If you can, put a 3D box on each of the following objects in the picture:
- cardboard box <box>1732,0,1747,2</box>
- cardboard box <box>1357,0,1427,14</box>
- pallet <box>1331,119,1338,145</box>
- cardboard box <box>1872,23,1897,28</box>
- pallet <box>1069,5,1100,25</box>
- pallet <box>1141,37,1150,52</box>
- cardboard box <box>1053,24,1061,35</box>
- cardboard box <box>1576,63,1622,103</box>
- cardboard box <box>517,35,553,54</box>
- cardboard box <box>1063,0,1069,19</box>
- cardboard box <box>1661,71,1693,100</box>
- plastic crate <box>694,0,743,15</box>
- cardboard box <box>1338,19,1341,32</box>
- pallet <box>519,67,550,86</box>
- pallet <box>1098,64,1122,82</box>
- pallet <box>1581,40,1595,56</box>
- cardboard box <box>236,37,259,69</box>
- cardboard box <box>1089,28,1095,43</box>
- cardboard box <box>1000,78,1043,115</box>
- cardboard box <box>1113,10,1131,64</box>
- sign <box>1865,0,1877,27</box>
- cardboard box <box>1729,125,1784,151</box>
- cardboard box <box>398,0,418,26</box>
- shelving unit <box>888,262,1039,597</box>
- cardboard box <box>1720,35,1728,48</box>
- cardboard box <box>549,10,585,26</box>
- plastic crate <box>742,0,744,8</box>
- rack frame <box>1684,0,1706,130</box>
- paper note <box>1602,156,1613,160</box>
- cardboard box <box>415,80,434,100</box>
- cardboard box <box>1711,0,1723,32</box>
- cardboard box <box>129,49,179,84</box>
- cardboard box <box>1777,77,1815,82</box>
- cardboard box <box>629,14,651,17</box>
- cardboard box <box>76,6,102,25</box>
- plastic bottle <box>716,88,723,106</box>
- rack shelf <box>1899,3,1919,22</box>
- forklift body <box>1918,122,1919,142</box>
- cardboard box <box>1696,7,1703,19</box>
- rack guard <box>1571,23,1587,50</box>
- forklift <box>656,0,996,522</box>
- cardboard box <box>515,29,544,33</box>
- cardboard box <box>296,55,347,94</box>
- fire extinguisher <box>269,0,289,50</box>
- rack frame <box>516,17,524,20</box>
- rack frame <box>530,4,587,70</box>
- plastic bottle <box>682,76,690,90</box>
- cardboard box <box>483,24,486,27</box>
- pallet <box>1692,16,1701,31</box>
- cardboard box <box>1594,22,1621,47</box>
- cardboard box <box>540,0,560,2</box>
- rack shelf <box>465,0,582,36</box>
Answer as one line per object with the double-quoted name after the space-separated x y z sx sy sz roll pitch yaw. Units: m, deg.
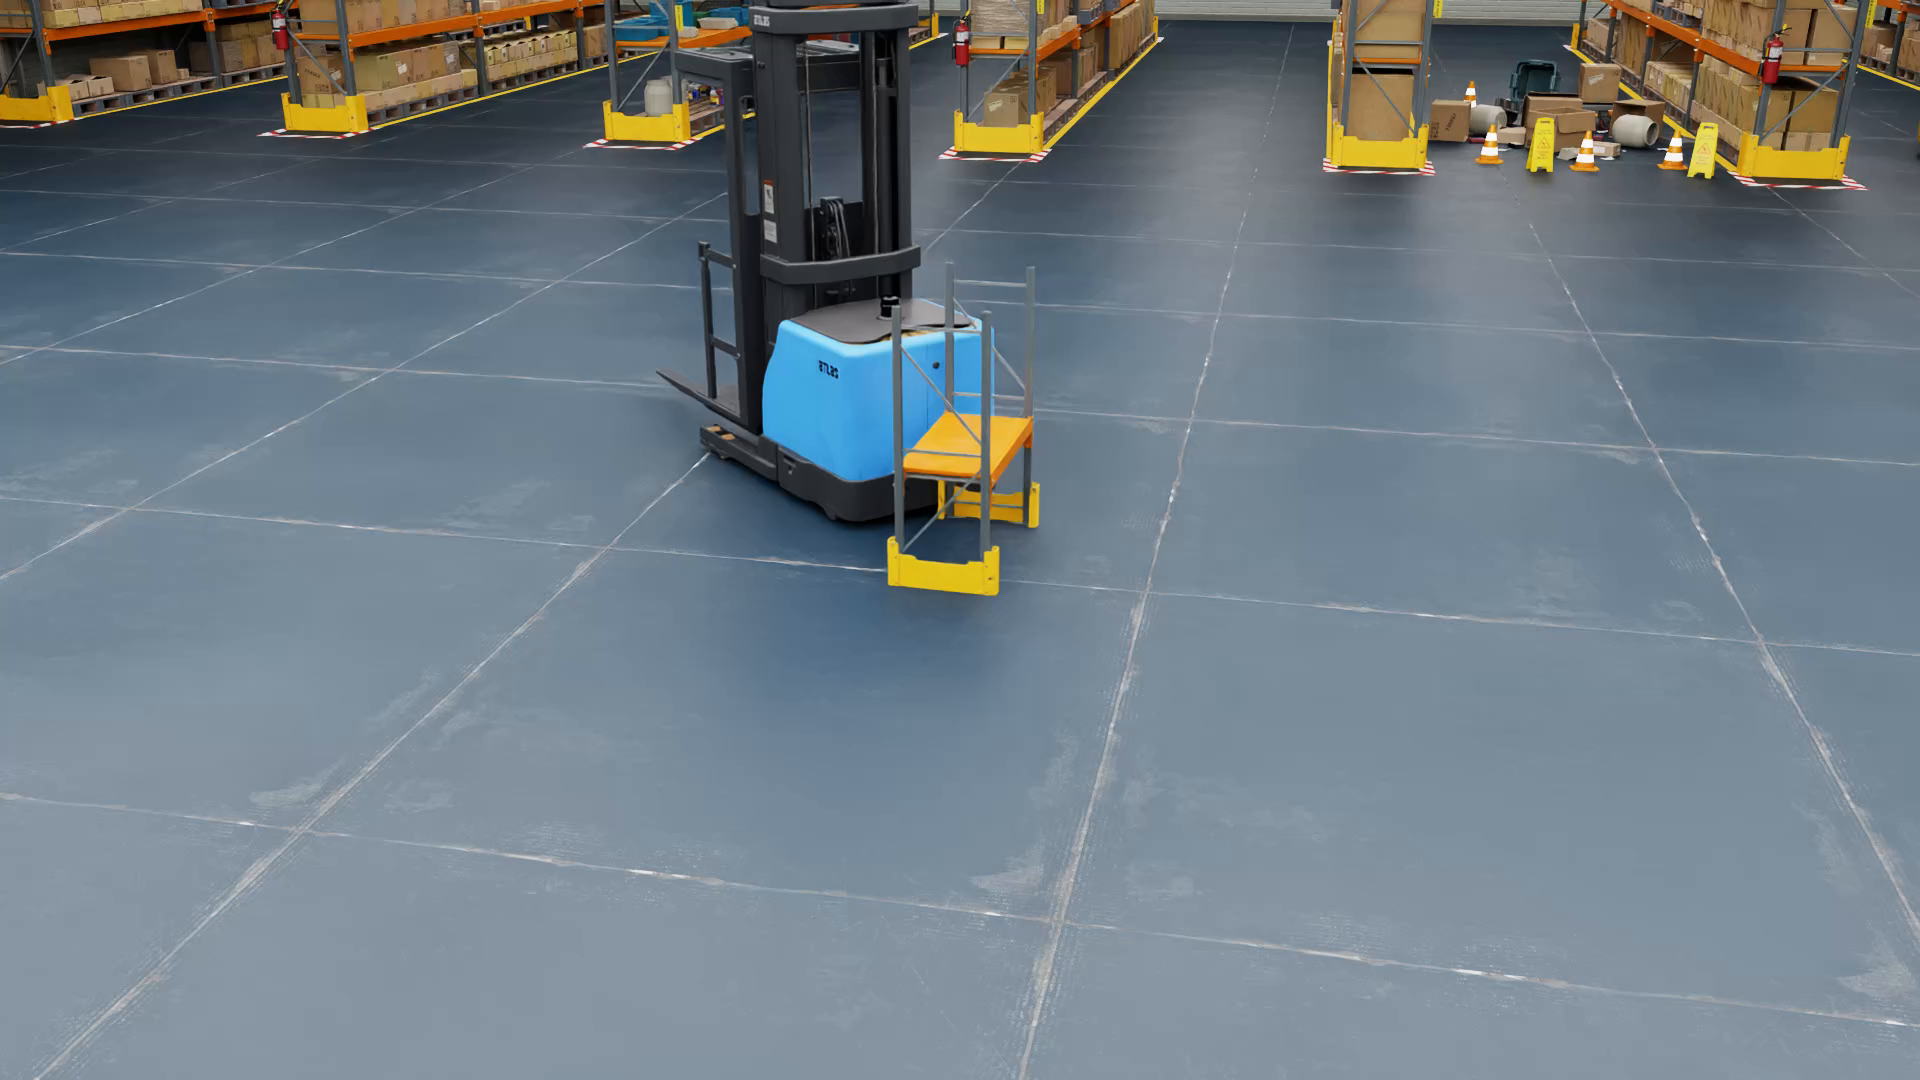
10.211 -7.089 21.069 0.700 0.500 0.500 4 22 10 "cardboard box"
5.454 -6.902 20.829 0.875 0.550 0.550 4 22 11 "cardboard box"
5.678 -5.648 23.095 1.003 0.211 1.213 4 22 11 "pallet"
17.901 -9.842 32.559 0.700 0.500 0.500 5 23 13 "cardboard box"
1.620 -8.256 26.094 1.003 0.211 1.213 4 22 11 "pallet"
3.432 -10.428 34.964 1.003 0.211 1.213 4 22 11 "pallet"
1.245 -7.311 23.829 0.380 0.149 0.250 4 22 11 "cardboard box"
9.274 -6.637 24.151 0.500 0.500 0.500 4 22 11 "cardboard box"
-7.631 -8.890 29.780 0.500 0.311 0.500 4 22 11 "cardboard box"
1.169 -8.101 24.921 0.875 0.500 0.500 4 22 11 "cardboard box"
11.411 -7.006 25.690 0.950 0.372 0.625 5 23 13 "cardboard box"
-3.759 -8.243 25.890 0.767 0.338 0.504 4 22 11 "plastic crate"
7.165 -9.339 30.307 0.500 0.250 0.500 5 23 13 "cardboard box"
-8.017 -8.259 29.579 1.003 0.211 1.213 4 22 11 "pallet"
2.372 -8.528 30.247 1.003 0.211 1.213 4 22 11 "pallet"
13.385 -10.118 34.193 1.003 0.211 1.213 4 22 11 "pallet"
-13.036 -8.717 29.740 0.700 0.500 0.500 4 22 10 "cardboard box"
2.030 -8.684 28.655 0.500 0.250 0.500 5 23 13 "cardboard box"
0.884 -6.325 23.826 0.500 0.500 0.500 7 23 16 "cardboard box"
2.488 -9.325 30.773 1.225 0.875 0.875 5 22 11 "cardboard box"
10.738 -6.218 19.619 0.100 0.325 0.005 4 22 11 "sign"
10.113 -5.102 21.126 0.500 0.250 0.500 4 22 11 "cardboard box"
-8.771 -8.153 25.447 0.700 0.500 0.500 5 23 13 "cardboard box"
0.038 -0.623 8.892 0.587 1.500 1.083 6 23 13 "shelving unit"
10.374 -6.646 22.178 0.380 0.149 0.250 5 22 11 "cardboard box"
-7.591 -10.069 32.093 0.500 0.250 0.500 5 23 13 "cardboard box"
-3.728 -8.684 26.815 0.402 0.464 0.583 4 22 11 "plastic crate"
11.023 -7.321 23.516 1.000 3.000 0.127 4 22 11 "rack frame"
8.451 -4.978 21.674 0.148 0.019 0.142 -3 22 -8 "paper note"
-8.557 -7.017 25.880 0.500 0.250 0.500 4 22 11 "cardboard box"
10.581 -7.180 22.635 0.500 0.500 0.500 4 22 11 "cardboard box"
-13.399 -7.871 27.639 0.500 0.500 0.500 3 22 7 "cardboard box"
10.859 -5.782 21.810 0.500 0.500 0.500 5 22 12 "cardboard box"
-6.563 -10.601 34.417 0.500 0.500 0.500 4 22 11 "cardboard box"
-13.540 -8.031 25.454 0.500 0.250 0.500 4 22 9 "cardboard box"
-3.604 -6.656 24.912 0.061 0.283 0.133 5 22 12 "plastic bottle"
17.107 -8.805 28.163 1.077 0.370 4.000 4 22 11 "rack shelf"
13.668 -5.920 21.173 2.313 2.155 1.214 4 22 11 "forklift body"
10.858 -7.608 24.004 0.380 0.149 0.250 5 22 12 "cardboard box"
13.476 -10.559 34.902 1.175 0.500 0.348 4 22 11 "rack guard"
-1.026 -1.959 10.296 1.130 2.935 3.031 -14 26 -31 "forklift"
-7.954 -9.306 30.813 0.500 0.311 0.500 5 23 13 "cardboard box"
-9.374 -6.856 24.476 0.500 0.500 0.500 4 22 11 "cardboard box"
-9.671 -7.326 23.633 0.296 0.674 0.183 4 22 11 "fire extinguisher"
-10.777 -13.598 39.101 1.000 3.000 0.127 4 22 11 "rack frame"
-7.559 -10.296 30.903 1.000 3.000 0.127 4 22 11 "rack frame"
-4.224 -6.941 25.530 0.144 0.351 0.185 4 22 10 "plastic bottle"
-11.128 -11.807 37.439 0.700 0.500 0.500 5 22 12 "cardboard box"
11.321 -7.500 24.218 1.003 0.211 1.213 4 22 11 "pallet"
13.256 -10.132 33.362 0.875 0.438 0.875 5 22 12 "cardboard box"
-7.473 -9.829 30.080 0.380 0.149 0.250 4 22 11 "cardboard box"
-7.968 -9.231 29.221 1.077 0.370 4.000 4 22 11 "rack shelf"
